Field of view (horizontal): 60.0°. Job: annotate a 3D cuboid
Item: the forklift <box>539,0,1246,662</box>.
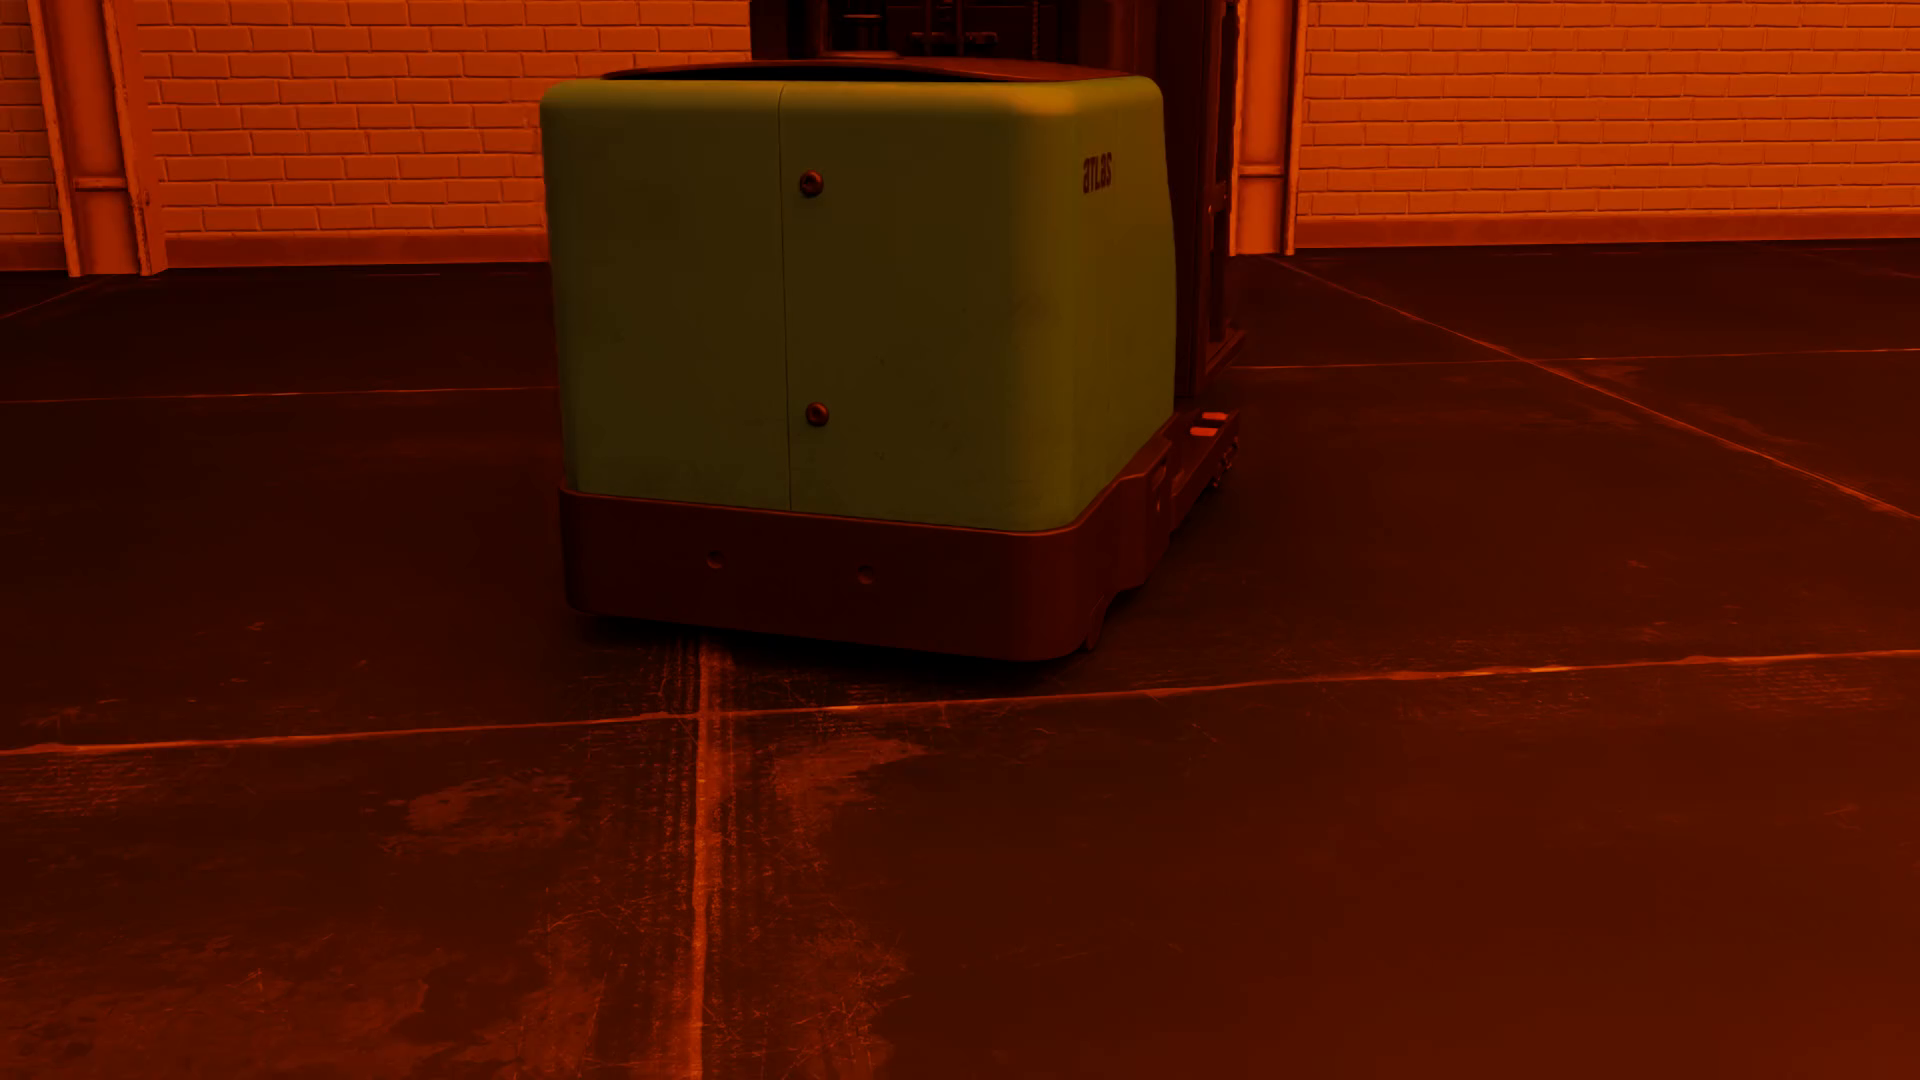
[{"bbox_3d":[0.146,-1.569,4.093,1.130,2.935,3.031,5,18,17],"label":"forklift"}]
